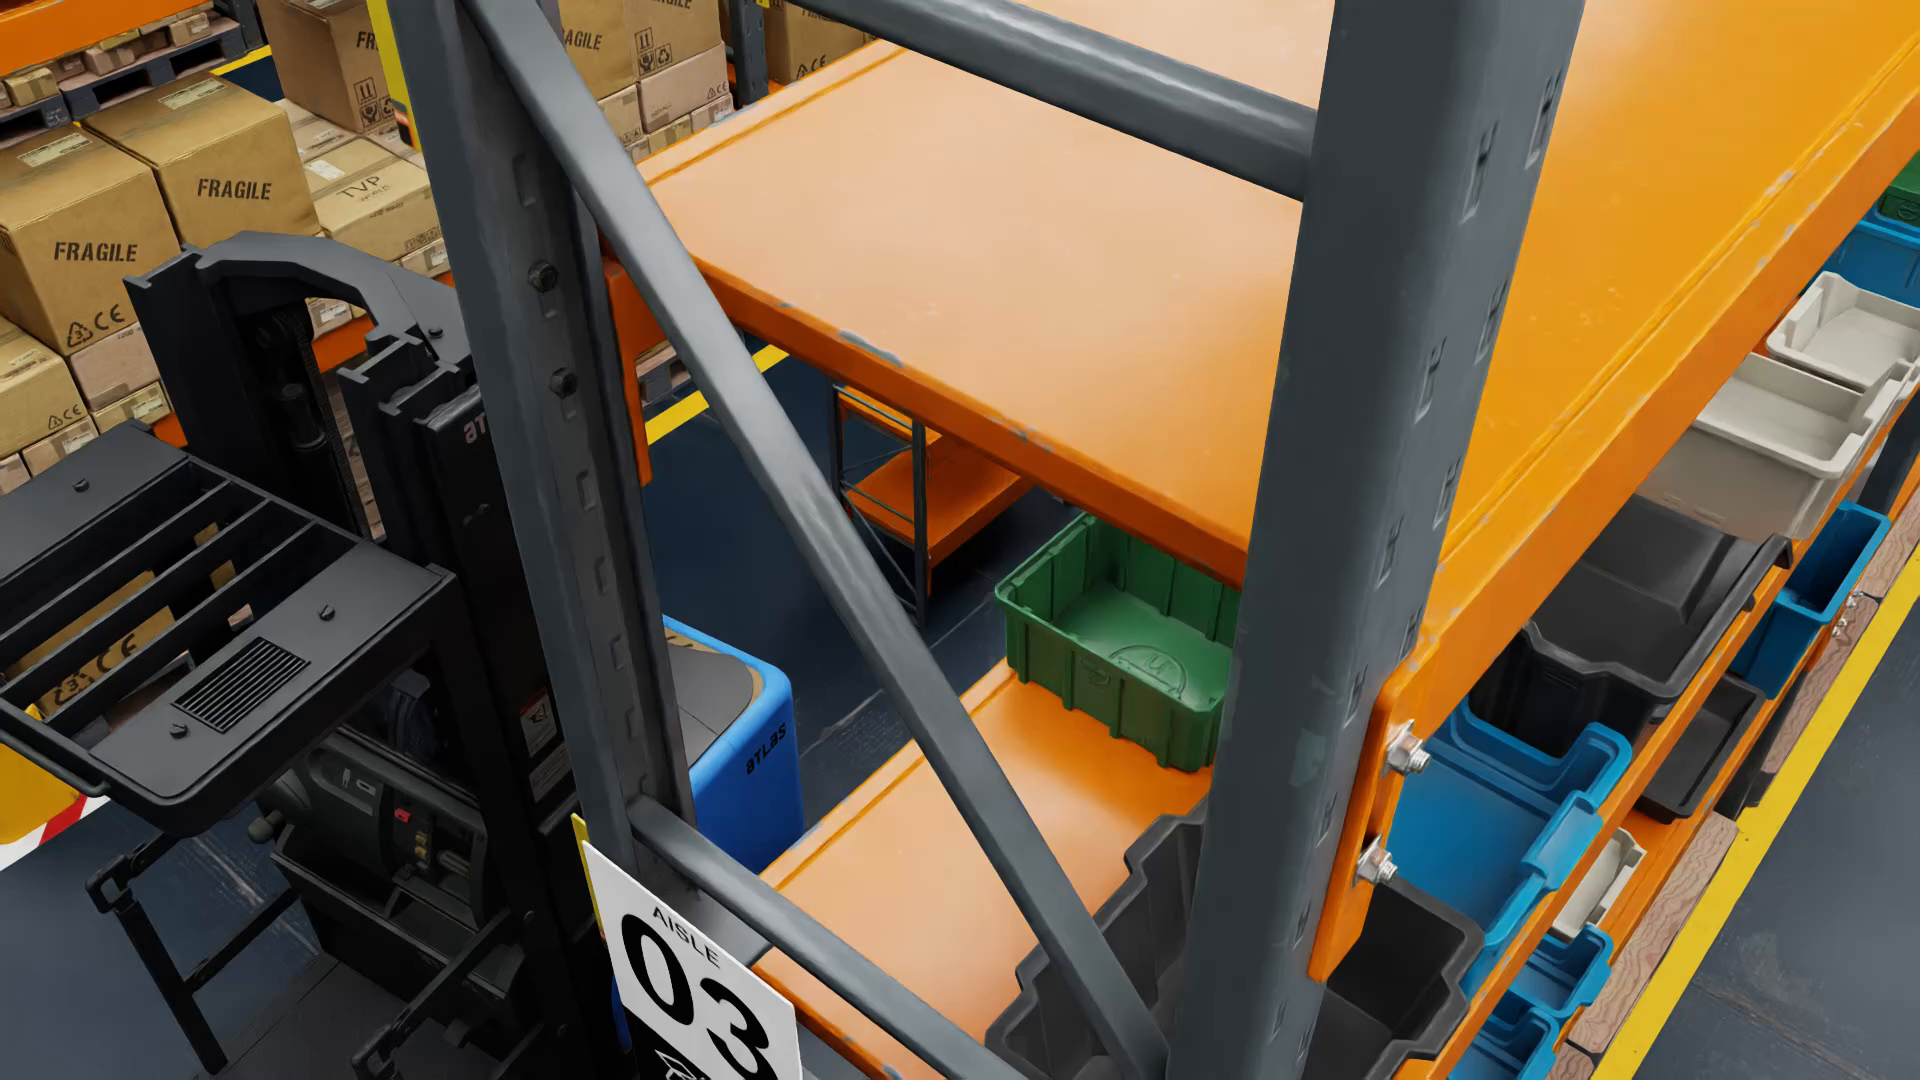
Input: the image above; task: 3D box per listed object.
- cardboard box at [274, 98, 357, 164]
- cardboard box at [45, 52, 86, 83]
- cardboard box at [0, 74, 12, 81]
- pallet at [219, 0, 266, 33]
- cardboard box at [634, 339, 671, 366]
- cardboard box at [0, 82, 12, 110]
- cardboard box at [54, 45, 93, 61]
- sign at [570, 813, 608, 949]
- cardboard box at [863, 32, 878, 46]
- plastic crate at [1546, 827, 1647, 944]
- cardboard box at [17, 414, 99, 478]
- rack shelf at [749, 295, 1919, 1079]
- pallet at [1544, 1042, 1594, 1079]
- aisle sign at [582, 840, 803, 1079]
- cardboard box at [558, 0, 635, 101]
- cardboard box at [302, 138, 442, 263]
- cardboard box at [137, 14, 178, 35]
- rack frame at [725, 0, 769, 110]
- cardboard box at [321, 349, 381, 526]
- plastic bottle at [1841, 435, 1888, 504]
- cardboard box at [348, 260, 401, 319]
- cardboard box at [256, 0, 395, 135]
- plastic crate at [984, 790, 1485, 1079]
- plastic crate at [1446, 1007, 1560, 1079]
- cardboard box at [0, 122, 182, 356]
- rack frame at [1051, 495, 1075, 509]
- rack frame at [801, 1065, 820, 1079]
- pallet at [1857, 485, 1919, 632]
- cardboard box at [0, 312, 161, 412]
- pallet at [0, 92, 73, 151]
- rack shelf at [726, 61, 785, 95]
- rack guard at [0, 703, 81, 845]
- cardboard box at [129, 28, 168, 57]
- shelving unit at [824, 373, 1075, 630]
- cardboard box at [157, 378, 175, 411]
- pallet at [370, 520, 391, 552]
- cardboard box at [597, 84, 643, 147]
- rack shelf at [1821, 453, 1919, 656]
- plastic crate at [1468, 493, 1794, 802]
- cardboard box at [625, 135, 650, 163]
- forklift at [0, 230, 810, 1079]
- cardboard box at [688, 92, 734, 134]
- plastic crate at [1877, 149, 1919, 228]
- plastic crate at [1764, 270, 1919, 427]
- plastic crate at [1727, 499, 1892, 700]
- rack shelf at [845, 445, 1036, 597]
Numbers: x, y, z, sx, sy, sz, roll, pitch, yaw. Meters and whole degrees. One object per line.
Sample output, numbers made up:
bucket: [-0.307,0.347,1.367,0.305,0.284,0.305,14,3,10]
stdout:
cardboard box: [-2.782,-1.523,6.768,0.500,0.250,0.500,30,50,29]
cardboard box: [-5.641,-2.977,10.283,0.380,0.149,0.250,28,49,28]
cardboard box: [-5.891,-2.835,9.907,0.380,0.149,0.250,27,49,27]
pallet: [-4.535,-3.940,11.609,1.003,0.211,1.213,29,50,28]
cardboard box: [-1.789,-1.435,8.048,0.875,0.875,0.875,29,50,28]
cardboard box: [-5.912,-2.683,9.961,0.380,0.149,0.250,30,50,29]
cardboard box: [-5.554,-3.104,10.202,0.380,0.149,0.250,30,50,29]
sign: [-0.518,0.532,2.465,0.100,0.325,0.005,29,50,28]
cardboard box: [-0.493,-2.796,8.203,0.500,0.500,0.500,30,50,29]
plastic crate: [1.597,0.876,4.391,0.293,0.136,0.466,29,50,28]
cardboard box: [-3.232,-0.391,5.819,0.380,0.149,0.250,29,50,28]
rack shelf: [1.201,-0.040,3.552,1.077,0.370,4.000,29,50,28]
pallet: [1.259,1.832,5.261,1.003,0.211,1.213,29,50,28]
aisle sign: [-0.357,0.782,2.411,0.394,0.787,0.004,29,50,28]
cardboard box: [-1.720,-2.094,6.839,0.500,0.500,0.500,30,50,29]
cardboard box: [-2.375,-1.295,6.517,0.500,0.250,0.500,29,49,28]
cardboard box: [-5.159,-3.336,10.458,0.380,0.149,0.250,27,49,27]
rack frame: [-1.303,-2.371,7.810,1.000,3.000,0.127,29,50,28]
cardboard box: [-2.941,-0.513,7.034,0.875,0.875,0.875,29,50,28]
plastic bottle: [2.988,-0.270,5.536,0.144,0.351,0.185,29,50,28]
cardboard box: [-2.408,-1.051,6.545,0.380,0.149,0.250,28,49,27]
cardboard box: [-2.461,-2.047,6.787,0.500,0.500,0.500,28,49,27]
plastic crate: [0.375,0.694,2.307,0.497,0.269,0.590,29,50,28]
plastic crate: [1.172,1.210,3.951,0.416,0.233,0.300,29,50,28]
cardboard box: [-3.040,-1.031,5.669,0.500,0.500,0.500,28,49,28]
rack frame: [0.323,-0.674,7.338,0.500,1.125,0.032,29,50,28]
rack frame: [-0.087,1.833,3.186,1.000,3.000,0.127,29,50,28]
pallet: [3.801,-0.205,7.501,1.003,0.211,1.213,29,50,28]
cardboard box: [-3.032,-0.767,5.936,0.500,0.250,0.500,29,50,28]
pallet: [-6.225,-2.546,10.076,1.003,0.211,1.213,29,50,28]
rack shelf: [-0.016,-3.134,9.185,1.077,0.370,4.000,29,50,28]
rack guard: [-3.893,0.626,6.372,1.175,0.500,0.348,29,50,28]
cardboard box: [-5.257,-3.224,10.555,0.380,0.149,0.250,31,51,29]
shelving unit: [-0.004,-0.413,7.050,0.538,1.125,1.048,29,50,28]
cardboard box: [-2.901,-0.658,6.113,0.380,0.149,0.250,29,50,28]
pallet: [-2.637,-0.350,7.661,1.003,0.211,1.213,29,50,28]
cardboard box: [-1.718,-1.817,7.091,0.500,0.250,0.500,31,51,30]
rack shelf: [3.775,-0.990,6.826,1.077,0.370,4.000,29,50,28]
plastic crate: [1.107,0.079,2.932,0.504,0.338,0.767,29,50,28]
cardboard box: [-1.580,-1.714,7.275,0.380,0.149,0.250,29,50,28]
forklift: [-1.725,0.822,4.349,1.130,2.935,3.031,22,47,23]
cardboard box: [-1.249,-1.979,7.566,0.380,0.149,0.250,30,50,29]
plastic crate: [2.446,-0.909,4.130,0.450,0.188,0.662,29,50,28]
plastic crate: [1.960,-0.419,3.630,0.293,0.136,0.466,29,50,28]
plastic crate: [2.448,0.145,5.010,0.392,0.384,0.575,29,50,28]
rack shelf: [-0.004,-0.232,7.215,0.538,0.278,1.000,29,50,28]
